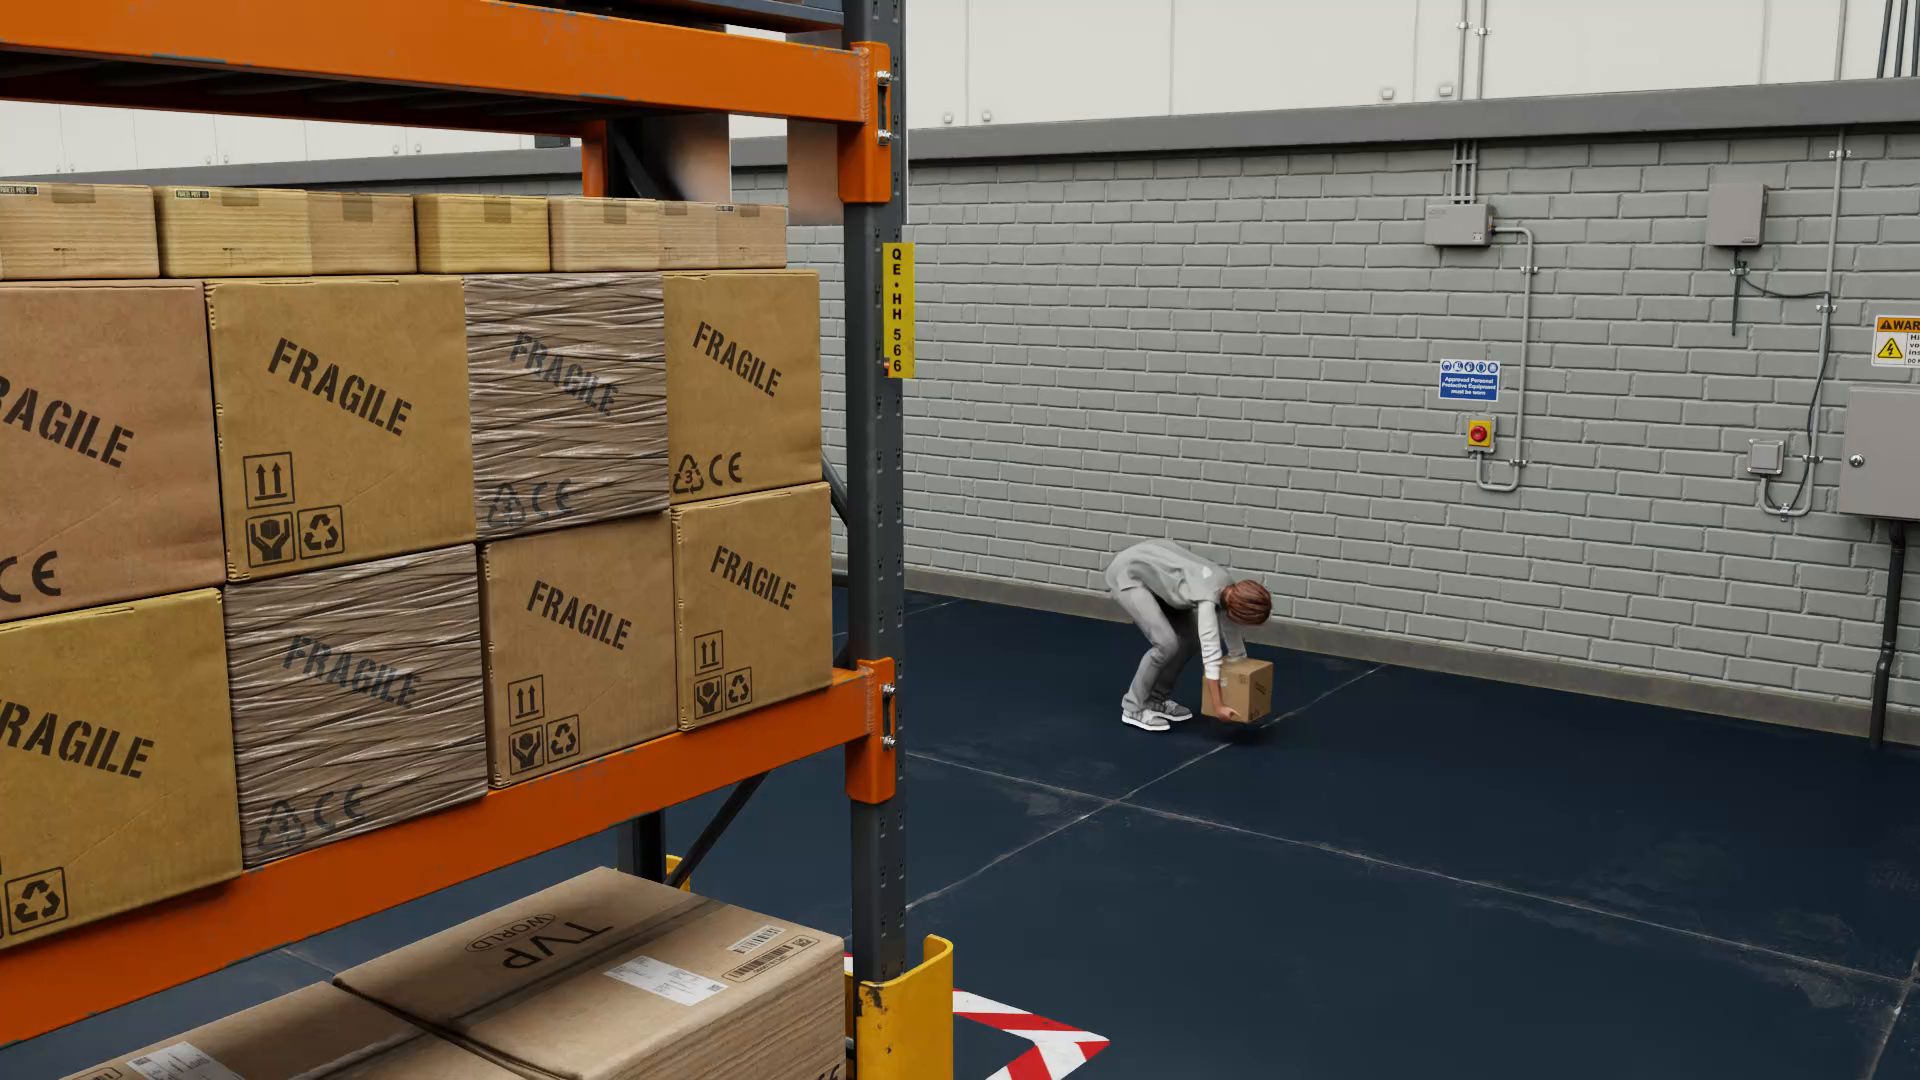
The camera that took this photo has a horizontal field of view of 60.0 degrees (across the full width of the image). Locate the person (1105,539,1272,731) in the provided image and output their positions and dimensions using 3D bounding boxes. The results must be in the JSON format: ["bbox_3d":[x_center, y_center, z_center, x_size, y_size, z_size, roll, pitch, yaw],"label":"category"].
[{"bbox_3d":[1.119,0.478,8.161,0.861,0.924,0.415,7,12,33],"label":"person"}]
